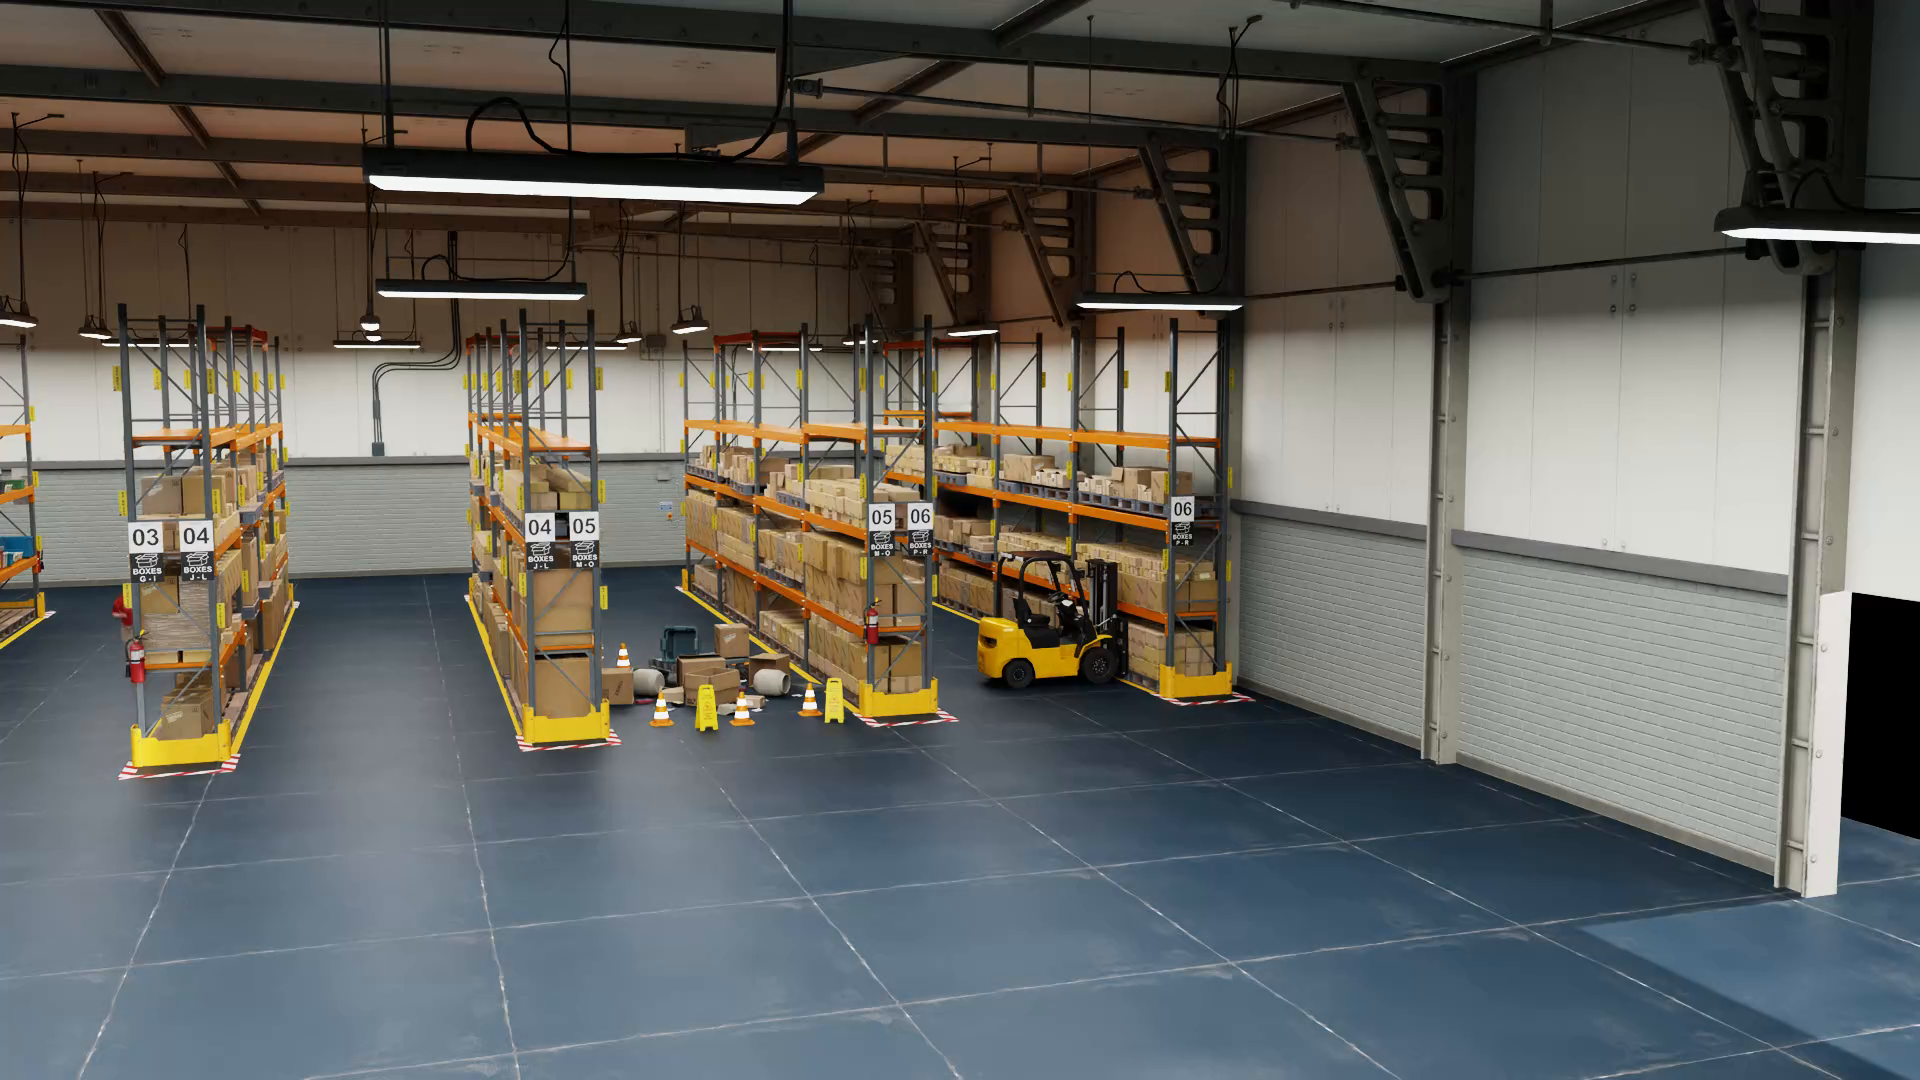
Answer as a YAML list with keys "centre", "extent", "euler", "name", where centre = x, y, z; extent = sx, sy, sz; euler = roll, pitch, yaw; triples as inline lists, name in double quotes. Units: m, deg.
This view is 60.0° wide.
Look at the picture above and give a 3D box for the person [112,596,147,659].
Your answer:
- centre: [-13.814, 1.527, 27.844]
  extent: [0.653, 1.655, 0.786]
  euler: [-1, 6, -15]
  name: "person"
